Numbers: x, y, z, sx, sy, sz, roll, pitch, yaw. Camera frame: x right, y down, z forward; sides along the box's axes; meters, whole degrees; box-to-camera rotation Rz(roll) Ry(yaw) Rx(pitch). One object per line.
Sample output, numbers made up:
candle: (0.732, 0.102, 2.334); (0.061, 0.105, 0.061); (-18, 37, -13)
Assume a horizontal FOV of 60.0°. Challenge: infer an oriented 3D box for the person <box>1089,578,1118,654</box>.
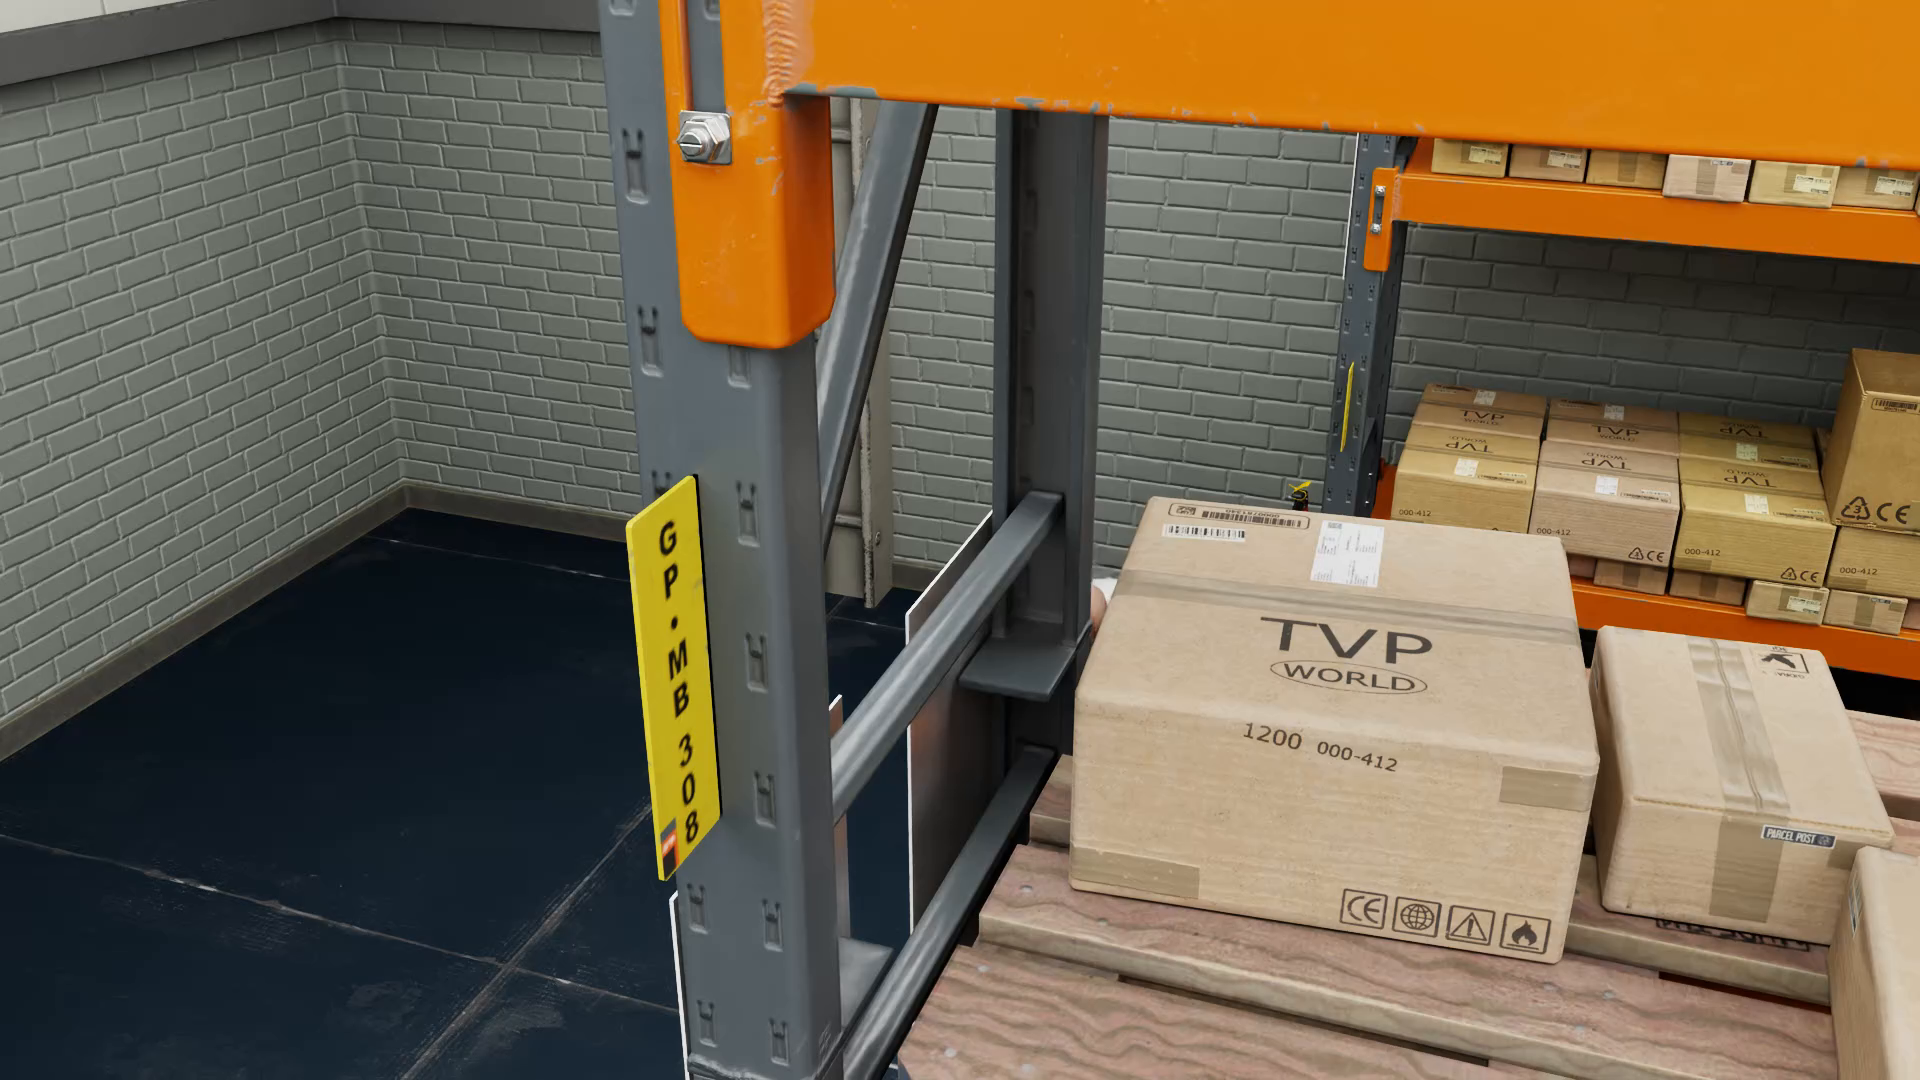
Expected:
person: (0.544, 0.558, 7.242); (0.611, 1.101, 0.869); (6, 26, 12)
